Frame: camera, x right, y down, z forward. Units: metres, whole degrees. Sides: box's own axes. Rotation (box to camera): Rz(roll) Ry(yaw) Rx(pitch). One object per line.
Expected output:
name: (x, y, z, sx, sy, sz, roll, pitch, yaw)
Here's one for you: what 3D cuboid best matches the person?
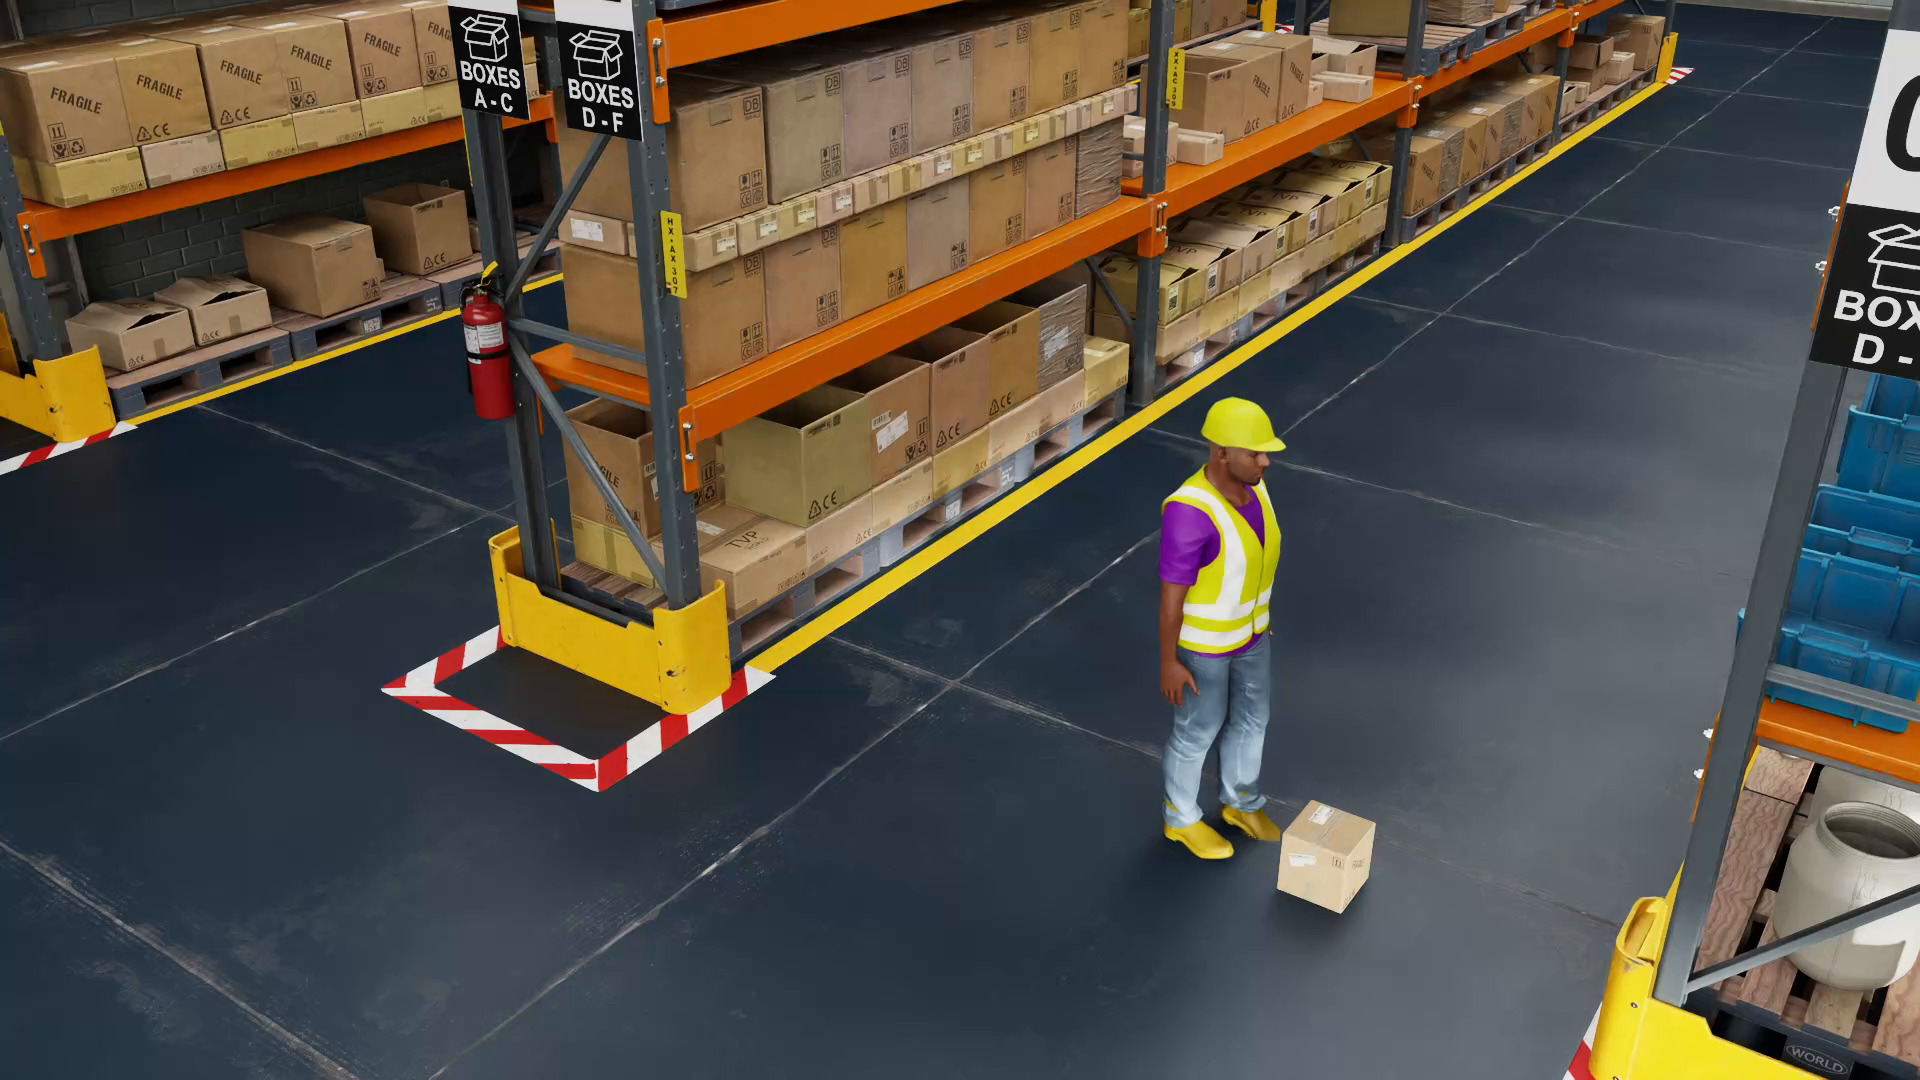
person: (0.953, 0.371, 5.892, 0.462, 1.820, 0.604, 21, 33, 35)
